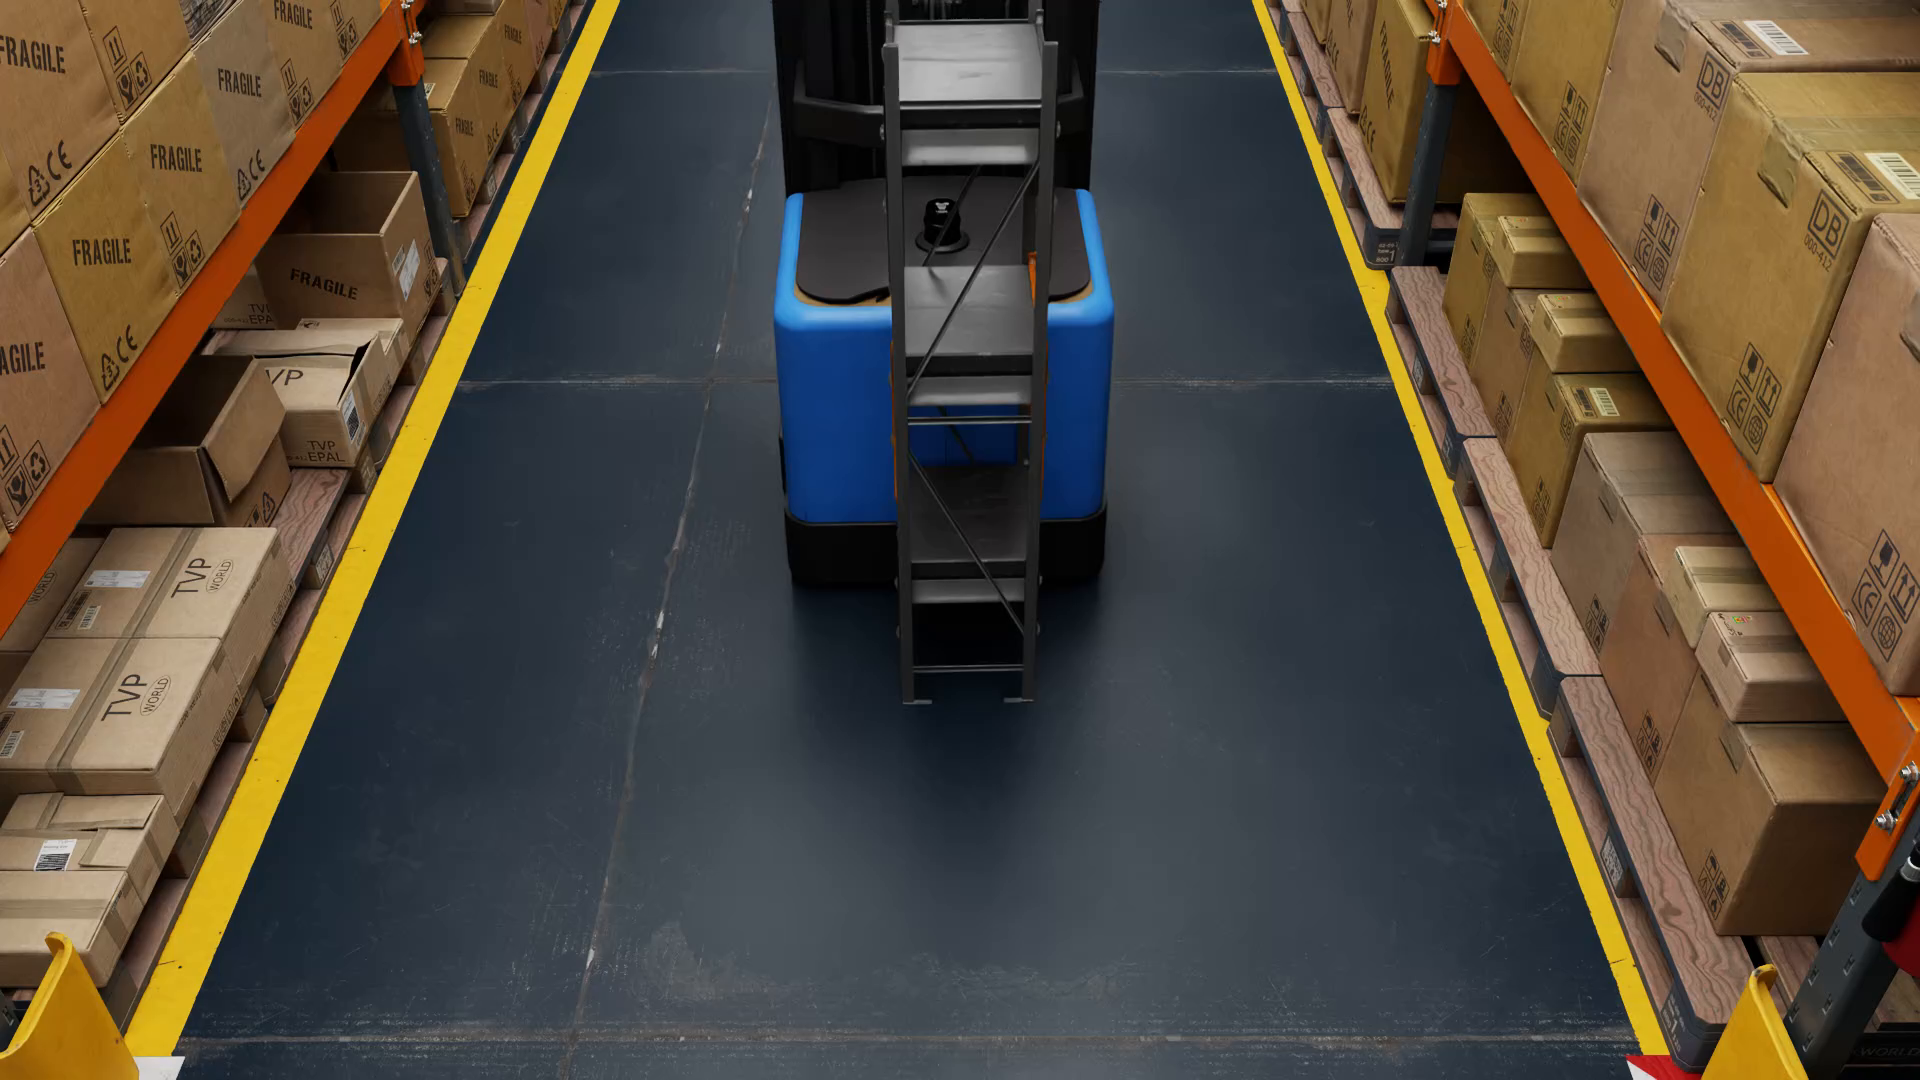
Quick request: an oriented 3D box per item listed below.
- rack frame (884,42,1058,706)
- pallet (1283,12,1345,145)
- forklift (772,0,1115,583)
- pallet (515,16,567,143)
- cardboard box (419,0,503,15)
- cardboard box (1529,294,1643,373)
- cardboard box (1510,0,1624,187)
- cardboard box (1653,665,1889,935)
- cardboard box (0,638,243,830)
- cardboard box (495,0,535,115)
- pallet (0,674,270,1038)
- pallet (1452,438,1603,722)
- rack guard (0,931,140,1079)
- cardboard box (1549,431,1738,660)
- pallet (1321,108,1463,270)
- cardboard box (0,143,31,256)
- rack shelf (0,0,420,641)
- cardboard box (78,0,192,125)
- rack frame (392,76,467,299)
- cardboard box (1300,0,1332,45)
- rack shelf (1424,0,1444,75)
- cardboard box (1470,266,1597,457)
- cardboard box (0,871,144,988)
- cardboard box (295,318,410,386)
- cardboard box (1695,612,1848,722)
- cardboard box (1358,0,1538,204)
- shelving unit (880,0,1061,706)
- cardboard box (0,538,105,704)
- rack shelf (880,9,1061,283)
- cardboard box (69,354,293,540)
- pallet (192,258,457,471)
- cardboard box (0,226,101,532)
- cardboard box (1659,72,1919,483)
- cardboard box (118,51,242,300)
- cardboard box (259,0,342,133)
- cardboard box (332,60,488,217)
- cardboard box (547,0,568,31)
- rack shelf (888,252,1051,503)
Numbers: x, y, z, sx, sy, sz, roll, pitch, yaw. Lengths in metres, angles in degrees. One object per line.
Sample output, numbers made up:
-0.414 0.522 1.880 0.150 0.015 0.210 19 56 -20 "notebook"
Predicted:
0.025 -0.317 4.467 0.400 2.100 0.015 -1 39 -1 "rack frame"
2.263 -2.390 8.564 1.003 0.211 1.213 0 39 0 "pallet"
-0.088 -1.902 5.779 1.130 2.935 3.031 -1 39 -1 "forklift"
-2.653 -2.410 8.589 1.003 0.211 1.213 0 39 0 "pallet"
-2.368 -2.642 7.696 0.500 0.250 0.500 0 39 0 "cardboard box"
2.060 -0.664 5.324 0.380 0.149 0.250 -1 39 -1 "cardboard box"
2.323 -1.552 5.049 0.980 0.700 0.700 -1 39 -1 "cardboard box"
2.247 0.644 4.210 0.700 0.500 0.500 0 39 0 "cardboard box"
-2.323 0.525 4.544 0.500 0.250 0.500 0 39 0 "cardboard box"
-2.372 -2.370 7.956 0.500 0.500 0.500 0 39 0 "cardboard box"
-2.608 0.819 4.560 1.003 0.211 1.213 0 39 0 "pallet"
2.270 0.098 5.459 1.003 0.211 1.213 0 39 0 "pallet"
-2.606 1.204 3.847 1.175 0.500 0.348 0 39 0 "rack guard"
2.245 0.017 4.993 0.700 0.500 0.500 -1 39 -2 "cardboard box"
2.267 -1.625 7.609 1.003 0.211 1.213 0 39 0 "pallet"
-2.351 -0.757 3.417 0.500 0.500 0.500 0 39 0 "cardboard box"
-2.608 -0.694 4.792 1.077 0.370 4.000 0 39 0 "rack shelf"
-2.348 -1.388 4.204 0.500 0.500 0.500 0 39 0 "cardboard box"
-2.610 -2.225 6.128 1.000 3.000 0.127 0 39 0 "rack frame"
2.203 -3.050 8.540 0.750 0.750 0.750 0 39 0 "cardboard box"
2.341 -3.201 7.921 1.077 0.370 4.000 0 39 0 "rack shelf"
2.239 -0.638 5.810 0.700 0.500 0.500 0 39 -1 "cardboard box"
-2.263 0.955 4.088 0.380 0.149 0.250 0 39 0 "cardboard box"
-2.266 -0.694 6.145 0.380 0.149 0.250 0 39 0 "cardboard box"
2.065 0.311 4.108 0.380 0.149 0.250 0 39 -1 "cardboard box"
2.213 -1.962 7.183 0.750 0.750 0.750 0 39 0 "cardboard box"
0.018 -0.470 4.657 0.431 2.100 0.503 -1 39 -1 "shelving unit"
-2.824 0.244 4.894 0.500 0.250 0.500 0 39 0 "cardboard box"
0.018 -1.005 4.228 0.431 0.518 0.480 -1 39 -1 "rack shelf"
-2.603 -0.248 5.305 0.797 0.503 0.637 0 39 0 "cardboard box"
-2.611 -0.707 6.464 1.003 0.211 1.213 0 39 0 "pallet"
-2.348 -0.363 3.724 0.500 0.500 0.500 0 39 0 "cardboard box"
2.325 -0.620 3.886 0.980 0.700 0.700 0 39 0 "cardboard box"
-2.345 -0.989 4.506 0.500 0.500 0.500 0 39 1 "cardboard box"
-2.351 -1.629 5.304 0.500 0.500 0.500 1 39 1 "cardboard box"
-2.367 -1.724 7.150 0.500 0.500 0.500 -2 39 -2 "cardboard box"
-2.379 -3.014 8.760 0.500 0.500 0.500 -1 39 -2 "cardboard box"
0.018 -0.459 4.665 0.431 0.518 0.480 -1 39 -1 "rack shelf"
